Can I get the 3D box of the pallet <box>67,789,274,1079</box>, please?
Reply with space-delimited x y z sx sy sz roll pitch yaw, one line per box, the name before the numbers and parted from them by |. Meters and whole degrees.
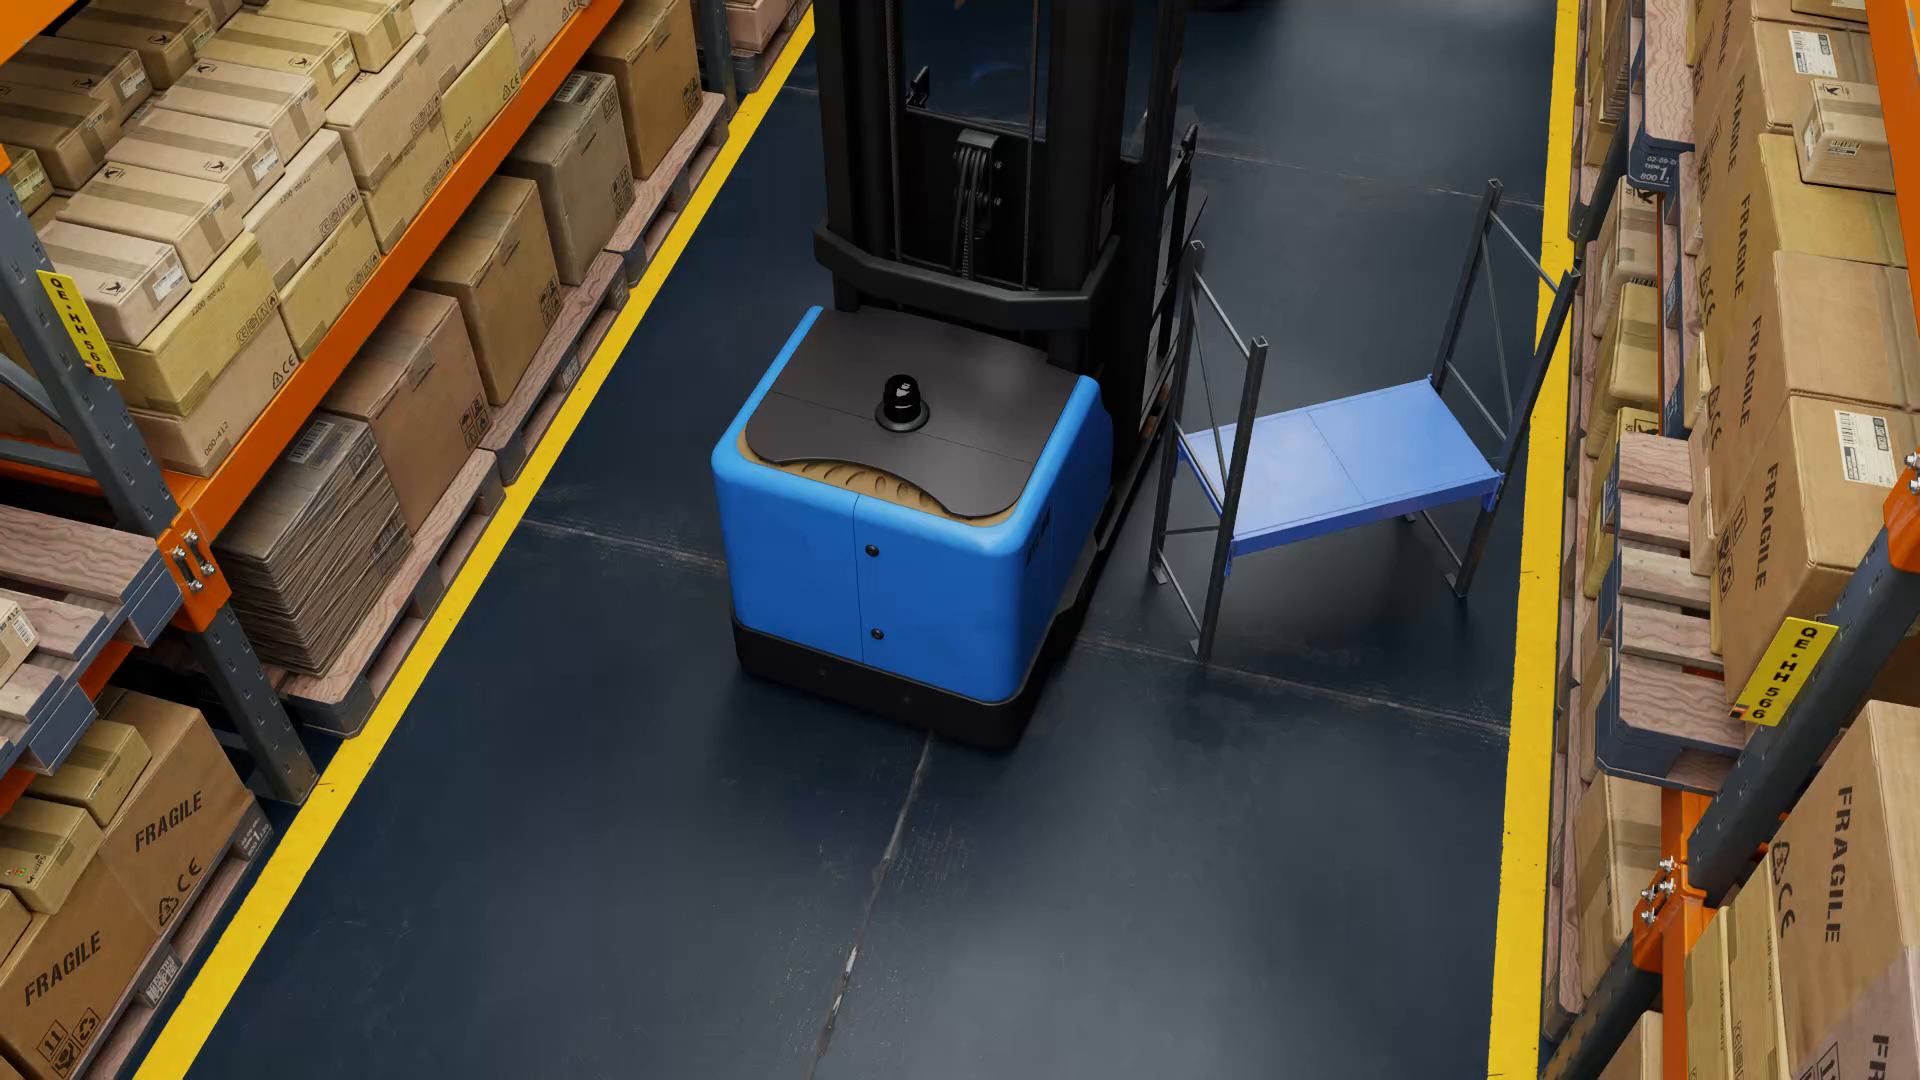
pallet | -2.865 1.201 5.049 1.003 0.211 1.213 12 50 10

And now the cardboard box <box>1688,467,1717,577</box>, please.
cardboard box | 2.041 -0.016 4.151 0.380 0.149 0.250 11 50 10

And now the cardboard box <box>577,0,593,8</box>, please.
cardboard box | -1.586 -2.317 6.394 0.500 0.250 0.500 11 50 10

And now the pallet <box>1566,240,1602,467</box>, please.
pallet | 3.007 -0.684 6.713 1.003 0.211 1.213 12 50 10

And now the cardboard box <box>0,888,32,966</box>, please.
cardboard box | -2.671 1.012 4.311 0.380 0.149 0.250 10 49 9

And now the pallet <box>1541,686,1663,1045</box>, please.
pallet | 2.365 1.081 5.156 1.003 0.211 1.213 12 50 10

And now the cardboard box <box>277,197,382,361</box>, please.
cardboard box | -2.142 -0.840 5.091 0.500 0.250 0.500 11 49 9

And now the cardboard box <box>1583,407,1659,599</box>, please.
cardboard box | 2.707 -0.036 5.754 0.950 0.372 0.625 13 50 11

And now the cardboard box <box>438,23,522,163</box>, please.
cardboard box | -1.875 -1.589 5.752 0.500 0.250 0.500 13 50 11

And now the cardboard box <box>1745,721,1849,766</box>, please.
cardboard box | 2.017 0.383 3.798 0.380 0.149 0.250 13 50 11

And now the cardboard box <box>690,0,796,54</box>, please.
cardboard box | -1.133 -2.661 8.152 0.500 0.250 0.500 12 50 10

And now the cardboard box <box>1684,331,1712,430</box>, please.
cardboard box | 2.174 -0.398 4.488 0.380 0.149 0.250 12 50 11

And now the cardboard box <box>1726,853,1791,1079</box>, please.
cardboard box | 1.786 0.925 3.200 0.500 0.250 0.500 11 50 10

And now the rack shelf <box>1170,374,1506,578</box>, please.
rack shelf | 1.273 -0.231 5.693 1.000 0.185 0.538 -13 50 -12

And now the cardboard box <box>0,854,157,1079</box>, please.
cardboard box | -2.678 1.142 4.628 0.500 0.500 0.500 11 49 9

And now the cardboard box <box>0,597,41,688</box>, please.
cardboard box | -2.435 0.241 3.924 0.380 0.149 0.250 12 50 11

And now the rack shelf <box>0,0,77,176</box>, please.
rack shelf | -2.106 -2.455 4.895 1.077 0.370 4.000 12 50 10

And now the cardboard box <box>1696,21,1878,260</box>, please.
cardboard box | 2.411 -1.067 4.646 0.500 0.500 0.500 10 49 8

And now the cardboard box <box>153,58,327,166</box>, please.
cardboard box | -2.095 -1.250 4.853 0.380 0.149 0.250 12 50 10

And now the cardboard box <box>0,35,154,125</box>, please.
cardboard box | -2.656 -1.355 4.946 0.380 0.149 0.250 11 49 9

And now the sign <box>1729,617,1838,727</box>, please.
sign | 1.632 0.266 3.296 0.100 0.325 0.005 12 50 10

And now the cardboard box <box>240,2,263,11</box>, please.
cardboard box | -2.375 -1.844 5.643 0.500 0.250 0.500 11 49 9

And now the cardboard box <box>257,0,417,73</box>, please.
cardboard box | -1.934 -1.610 5.171 0.380 0.149 0.250 13 50 11

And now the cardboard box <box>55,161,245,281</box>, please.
cardboard box | -2.195 -0.868 4.516 0.380 0.149 0.250 13 50 11

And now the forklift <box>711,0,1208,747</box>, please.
forklift | 0.227 -1.407 5.537 1.130 2.935 3.031 16 51 14

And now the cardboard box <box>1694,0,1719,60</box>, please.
cardboard box | 2.679 -1.796 5.289 0.500 0.500 0.500 12 50 10

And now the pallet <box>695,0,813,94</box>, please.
pallet | -1.330 -2.792 8.573 1.003 0.211 1.213 12 50 10

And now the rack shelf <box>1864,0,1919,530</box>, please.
rack shelf | 2.684 -1.478 4.033 1.077 0.370 4.000 12 50 10

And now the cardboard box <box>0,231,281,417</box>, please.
cardboard box | -2.255 -0.638 4.579 0.500 0.250 0.500 12 50 10

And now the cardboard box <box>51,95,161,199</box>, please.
cardboard box | -2.649 -1.120 5.004 0.500 0.250 0.500 12 50 10

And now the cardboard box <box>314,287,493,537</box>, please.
cardboard box | -2.290 -0.530 6.021 0.875 0.625 0.625 13 50 11

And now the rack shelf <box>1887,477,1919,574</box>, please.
rack shelf | 1.631 1.415 1.480 1.077 0.370 4.000 12 50 10

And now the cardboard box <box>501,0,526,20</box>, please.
cardboard box | -1.730 -2.115 5.883 0.500 0.250 0.500 12 50 11

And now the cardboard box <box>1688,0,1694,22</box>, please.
cardboard box | 2.760 -1.889 5.804 0.380 0.149 0.250 12 50 11

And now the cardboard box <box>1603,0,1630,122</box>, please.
cardboard box | 3.107 -2.129 7.182 0.500 0.500 0.500 11 49 10

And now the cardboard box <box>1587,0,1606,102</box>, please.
cardboard box | 3.237 -2.267 7.804 0.500 0.250 0.500 10 49 9

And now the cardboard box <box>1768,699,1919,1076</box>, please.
cardboard box | 1.792 0.667 2.927 0.500 0.500 0.500 10 49 9

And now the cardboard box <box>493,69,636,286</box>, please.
cardboard box | -1.917 -1.561 6.931 0.875 0.625 0.625 11 50 10

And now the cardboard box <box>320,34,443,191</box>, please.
cardboard box | -1.991 -1.380 5.234 0.500 0.250 0.500 10 49 9

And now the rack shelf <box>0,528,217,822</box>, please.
rack shelf | -3.158 1.431 3.467 1.077 0.370 4.000 12 50 10

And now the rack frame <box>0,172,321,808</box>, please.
rack frame | -2.632 -0.254 4.474 1.000 3.000 0.127 12 50 10

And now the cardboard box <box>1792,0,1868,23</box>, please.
cardboard box | 2.559 -1.579 4.665 0.380 0.149 0.250 14 50 12

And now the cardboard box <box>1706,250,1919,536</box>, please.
cardboard box | 2.135 -0.308 3.976 0.500 0.500 0.500 11 49 9

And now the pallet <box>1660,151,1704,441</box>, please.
pallet | 2.639 -0.654 4.954 1.003 0.211 1.213 12 50 10

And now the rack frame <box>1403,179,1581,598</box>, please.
rack frame | 1.758 -0.465 5.660 0.032 1.500 0.500 -13 50 -12

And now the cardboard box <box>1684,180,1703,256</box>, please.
cardboard box | 2.390 -0.952 4.977 0.380 0.149 0.250 13 50 11

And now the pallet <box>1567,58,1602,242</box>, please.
pallet | 3.353 -1.741 7.645 1.003 0.211 1.213 12 50 10

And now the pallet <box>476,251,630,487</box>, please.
pallet | -2.055 -0.799 6.814 1.003 0.211 1.213 12 50 10

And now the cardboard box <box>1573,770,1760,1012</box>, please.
cardboard box | 2.316 1.047 4.798 0.950 0.372 0.625 9 49 7

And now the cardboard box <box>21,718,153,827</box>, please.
cardboard box | -2.518 0.627 4.651 0.380 0.149 0.250 9 49 8

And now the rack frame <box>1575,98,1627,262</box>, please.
rack frame | 3.210 -2.171 6.165 1.000 3.000 0.127 12 50 10

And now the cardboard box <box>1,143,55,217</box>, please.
cardboard box | -2.781 -0.988 4.622 0.380 0.149 0.250 13 50 11

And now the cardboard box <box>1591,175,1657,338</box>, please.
cardboard box | 3.075 -1.060 6.658 0.950 0.372 0.625 12 50 11

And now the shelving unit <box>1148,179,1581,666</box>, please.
shelving unit | 1.273 -0.350 5.559 1.048 1.500 0.538 -13 50 -12

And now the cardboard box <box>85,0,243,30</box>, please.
cardboard box | -2.527 -1.726 5.273 0.380 0.149 0.250 11 49 9
